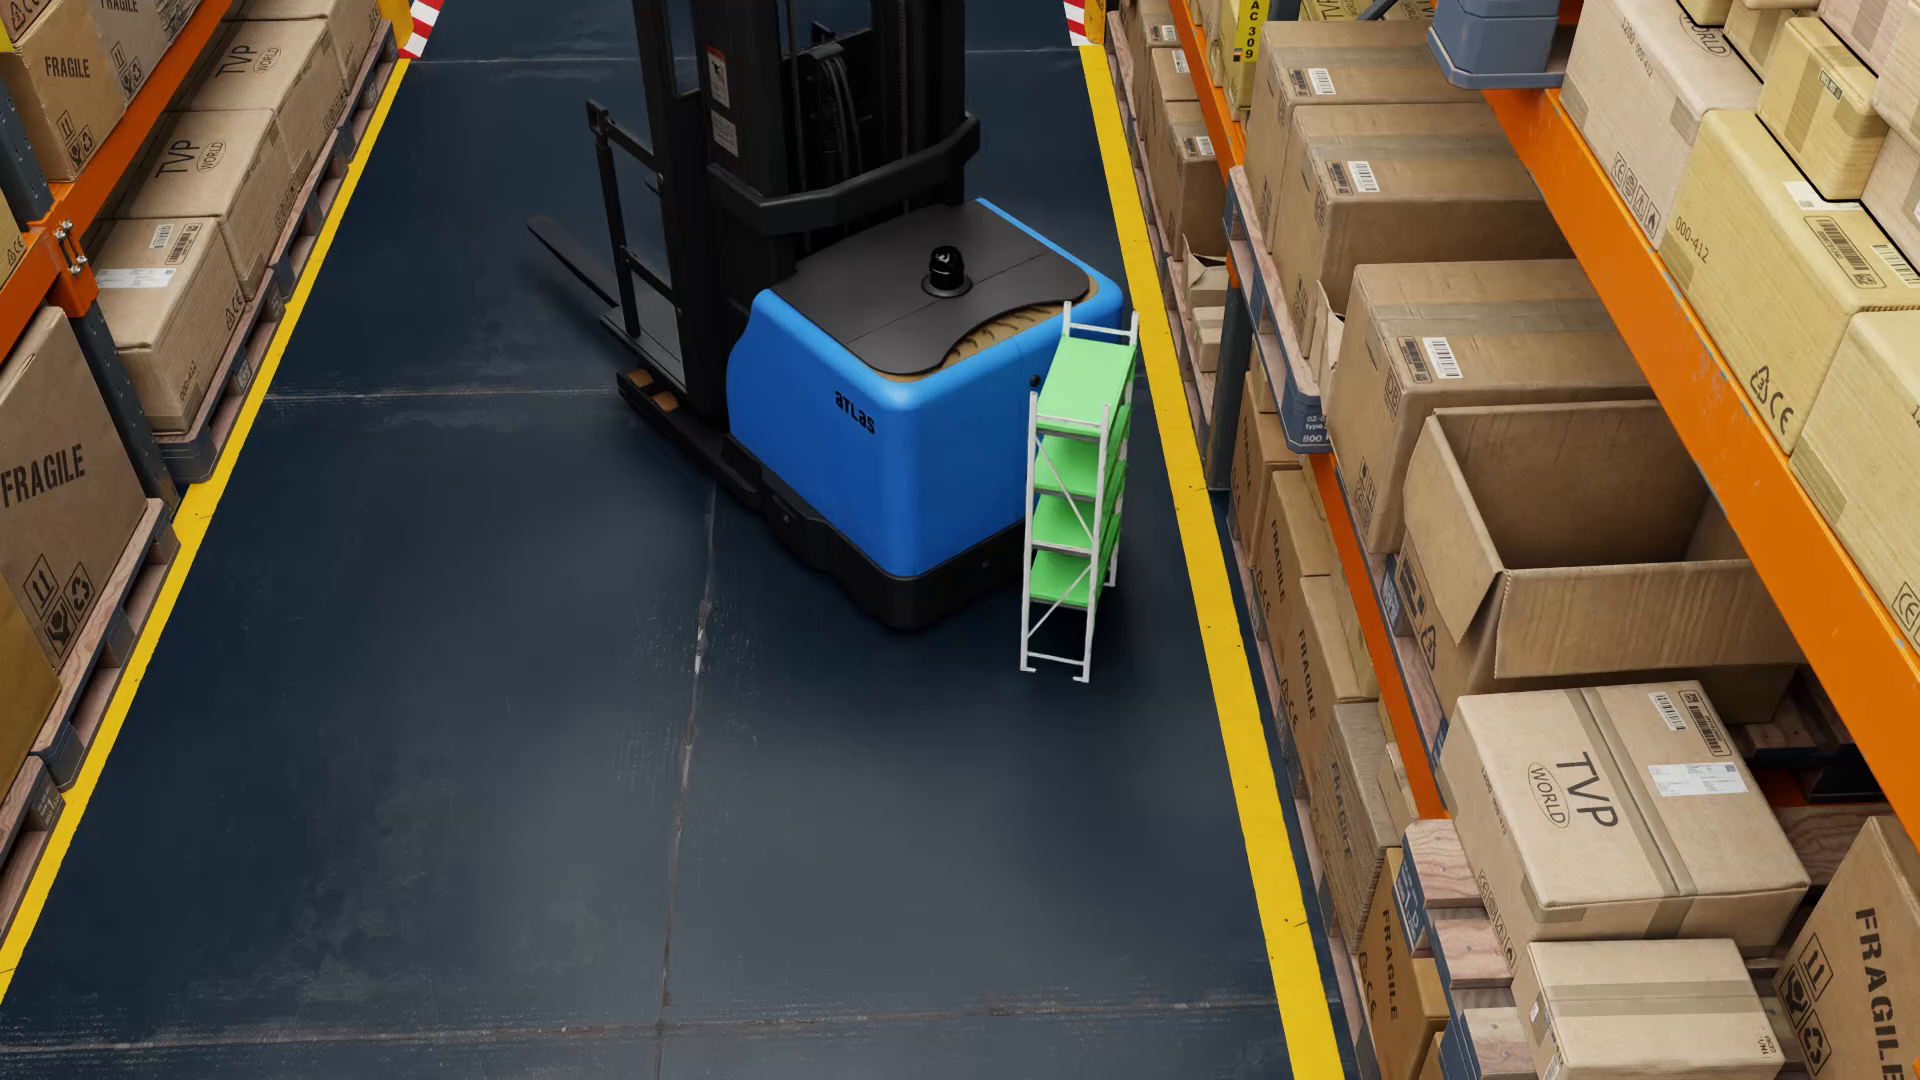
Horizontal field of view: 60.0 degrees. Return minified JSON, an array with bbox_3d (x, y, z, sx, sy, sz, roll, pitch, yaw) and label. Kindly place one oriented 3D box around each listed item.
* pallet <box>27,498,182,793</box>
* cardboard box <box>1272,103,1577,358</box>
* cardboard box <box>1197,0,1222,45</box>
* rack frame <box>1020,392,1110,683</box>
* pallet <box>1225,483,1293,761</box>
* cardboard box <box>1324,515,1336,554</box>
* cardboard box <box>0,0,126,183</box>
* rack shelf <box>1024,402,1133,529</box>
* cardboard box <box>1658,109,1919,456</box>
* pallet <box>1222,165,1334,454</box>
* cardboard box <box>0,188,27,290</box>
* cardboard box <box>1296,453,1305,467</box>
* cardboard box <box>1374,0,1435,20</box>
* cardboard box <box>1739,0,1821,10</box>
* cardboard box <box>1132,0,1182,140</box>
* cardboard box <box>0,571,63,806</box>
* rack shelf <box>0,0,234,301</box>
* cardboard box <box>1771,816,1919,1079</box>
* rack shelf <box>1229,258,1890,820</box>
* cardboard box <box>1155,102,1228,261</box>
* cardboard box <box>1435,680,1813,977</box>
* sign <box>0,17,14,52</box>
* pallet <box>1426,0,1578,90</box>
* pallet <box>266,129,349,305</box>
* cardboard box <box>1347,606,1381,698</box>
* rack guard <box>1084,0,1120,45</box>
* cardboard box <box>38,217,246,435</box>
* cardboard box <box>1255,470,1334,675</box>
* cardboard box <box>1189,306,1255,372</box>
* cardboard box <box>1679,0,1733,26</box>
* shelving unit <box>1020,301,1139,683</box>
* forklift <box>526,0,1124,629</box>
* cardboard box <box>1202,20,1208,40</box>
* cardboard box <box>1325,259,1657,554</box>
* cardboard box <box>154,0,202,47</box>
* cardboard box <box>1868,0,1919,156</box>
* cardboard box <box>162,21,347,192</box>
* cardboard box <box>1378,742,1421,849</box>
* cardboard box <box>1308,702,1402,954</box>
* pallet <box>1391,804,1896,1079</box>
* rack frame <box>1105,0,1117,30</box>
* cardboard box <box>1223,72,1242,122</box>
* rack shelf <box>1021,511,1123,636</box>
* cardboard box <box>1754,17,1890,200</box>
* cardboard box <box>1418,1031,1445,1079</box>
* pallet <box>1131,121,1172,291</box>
[{"bbox_3d":[-3.392,0.345,5.717,1.003,0.211,1.213,-2,43,-2],"label":"pallet"},{"bbox_3d":[1.278,-0.855,4.578,0.700,0.500,0.500,-1,43,-1],"label":"cardboard box"},{"bbox_3d":[1.158,-2.075,6.185,0.500,0.250,0.500,-2,43,-2],"label":"cardboard box"},{"bbox_3d":[0.326,0.025,5.335,0.240,1.200,0.015,10,43,11],"label":"rack frame"},{"bbox_3d":[1.532,0.230,5.843,1.003,0.211,1.213,-2,43,-2],"label":"pallet"},{"bbox_3d":[1.345,-0.026,5.118,0.380,0.149,0.250,-2,43,-3],"label":"cardboard box"},{"bbox_3d":[-3.258,-1.562,5.661,0.500,0.500,0.500,0,43,0],"label":"cardboard box"},{"bbox_3d":[0.388,-0.265,5.390,0.258,0.148,0.480,10,43,11],"label":"rack shelf"},{"bbox_3d":[1.343,-0.375,2.330,0.500,0.250,0.500,-2,43,-2],"label":"cardboard box"},{"bbox_3d":[1.384,-0.733,4.972,1.003,0.211,1.213,-2,43,-2],"label":"pallet"},{"bbox_3d":[-3.229,-0.850,5.069,0.500,0.250,0.500,-3,43,-3],"label":"cardboard box"},{"bbox_3d":[1.298,-0.384,5.508,0.380,0.149,0.250,-3,43,-3],"label":"cardboard box"},{"bbox_3d":[1.708,-1.743,5.822,0.500,0.250,0.500,-2,43,-2],"label":"cardboard box"},{"bbox_3d":[1.277,-0.882,2.368,0.380,0.149,0.250,-3,43,-3],"label":"cardboard box"},{"bbox_3d":[1.218,-2.286,8.063,0.700,0.500,0.500,0,43,0],"label":"cardboard box"},{"bbox_3d":[-3.347,0.453,4.797,0.875,0.875,0.875,-1,43,-1],"label":"cardboard box"},{"bbox_3d":[-3.585,-2.286,7.057,1.077,0.370,4.000,-2,43,-2],"label":"rack shelf"},{"bbox_3d":[1.764,0.811,2.761,0.500,0.500,0.500,0,43,0],"label":"cardboard box"},{"bbox_3d":[1.544,0.269,4.269,1.077,0.370,4.000,-2,43,-2],"label":"rack shelf"},{"bbox_3d":[1.262,-1.585,7.299,0.700,0.500,0.500,-3,43,-3],"label":"cardboard box"},{"bbox_3d":[1.261,0.552,3.228,0.500,0.250,0.500,-3,43,-4],"label":"cardboard box"},{"bbox_3d":[-2.958,-1.621,5.000,0.100,0.325,0.005,-2,43,-2],"label":"sign"},{"bbox_3d":[1.464,-1.240,3.302,1.213,0.211,1.003,-2,43,-2],"label":"pallet"},{"bbox_3d":[-3.509,-1.514,7.746,1.003,0.211,1.213,-2,43,-2],"label":"pallet"},{"bbox_3d":[1.327,0.311,4.750,0.380,0.149,0.250,0,43,0],"label":"cardboard box"},{"bbox_3d":[1.293,-3.074,9.233,1.175,0.500,0.348,-2,43,-2],"label":"rack guard"},{"bbox_3d":[-3.419,-0.838,6.530,0.875,0.438,0.875,-2,43,-2],"label":"cardboard box"},{"bbox_3d":[1.288,0.113,5.446,0.500,0.500,0.500,-2,43,-2],"label":"cardboard box"},{"bbox_3d":[1.142,-0.818,6.721,0.380,0.149,0.250,-3,43,-3],"label":"cardboard box"},{"bbox_3d":[1.345,-0.945,2.657,0.380,0.149,0.250,0,43,-1],"label":"cardboard box"},{"bbox_3d":[0.388,-0.135,5.509,0.258,1.200,0.503,10,43,11],"label":"shelving unit"},{"bbox_3d":[-0.745,-1.704,5.940,1.130,2.935,3.031,-29,50,-28],"label":"forklift"},{"bbox_3d":[1.142,-1.989,6.386,0.380,0.149,0.250,-1,43,-1],"label":"cardboard box"},{"bbox_3d":[1.312,-0.325,4.000,0.700,0.500,0.500,-2,43,-2],"label":"cardboard box"},{"bbox_3d":[-3.290,-2.238,6.398,0.500,0.500,0.500,-1,43,-2],"label":"cardboard box"},{"bbox_3d":[1.352,-0.535,1.990,0.380,0.149,0.250,-3,43,-3],"label":"cardboard box"},{"bbox_3d":[-3.494,-2.052,7.854,0.875,0.438,0.875,-1,43,-1],"label":"cardboard box"},{"bbox_3d":[1.327,0.660,4.370,0.380,0.149,0.250,-4,43,-4],"label":"cardboard box"},{"bbox_3d":[1.320,0.800,4.696,0.500,0.500,0.500,-3,43,-3],"label":"cardboard box"},{"bbox_3d":[1.530,0.969,3.115,1.213,0.211,1.003,-2,43,-2],"label":"pallet"},{"bbox_3d":[1.289,-4.047,8.445,1.000,3.000,0.127,-2,43,-2],"label":"rack frame"},{"bbox_3d":[1.161,-1.637,6.002,0.380,0.149,0.250,-1,43,-1],"label":"cardboard box"},{"bbox_3d":[0.388,0.089,5.715,0.258,0.148,0.480,10,43,11],"label":"rack shelf"},{"bbox_3d":[1.342,-0.596,2.276,0.380,0.149,0.250,-2,43,-2],"label":"cardboard box"},{"bbox_3d":[1.386,1.503,3.929,0.500,0.500,0.500,-2,43,-2],"label":"cardboard box"},{"bbox_3d":[1.376,-1.607,7.848,1.003,0.211,1.213,-2,43,-2],"label":"pallet"}]
